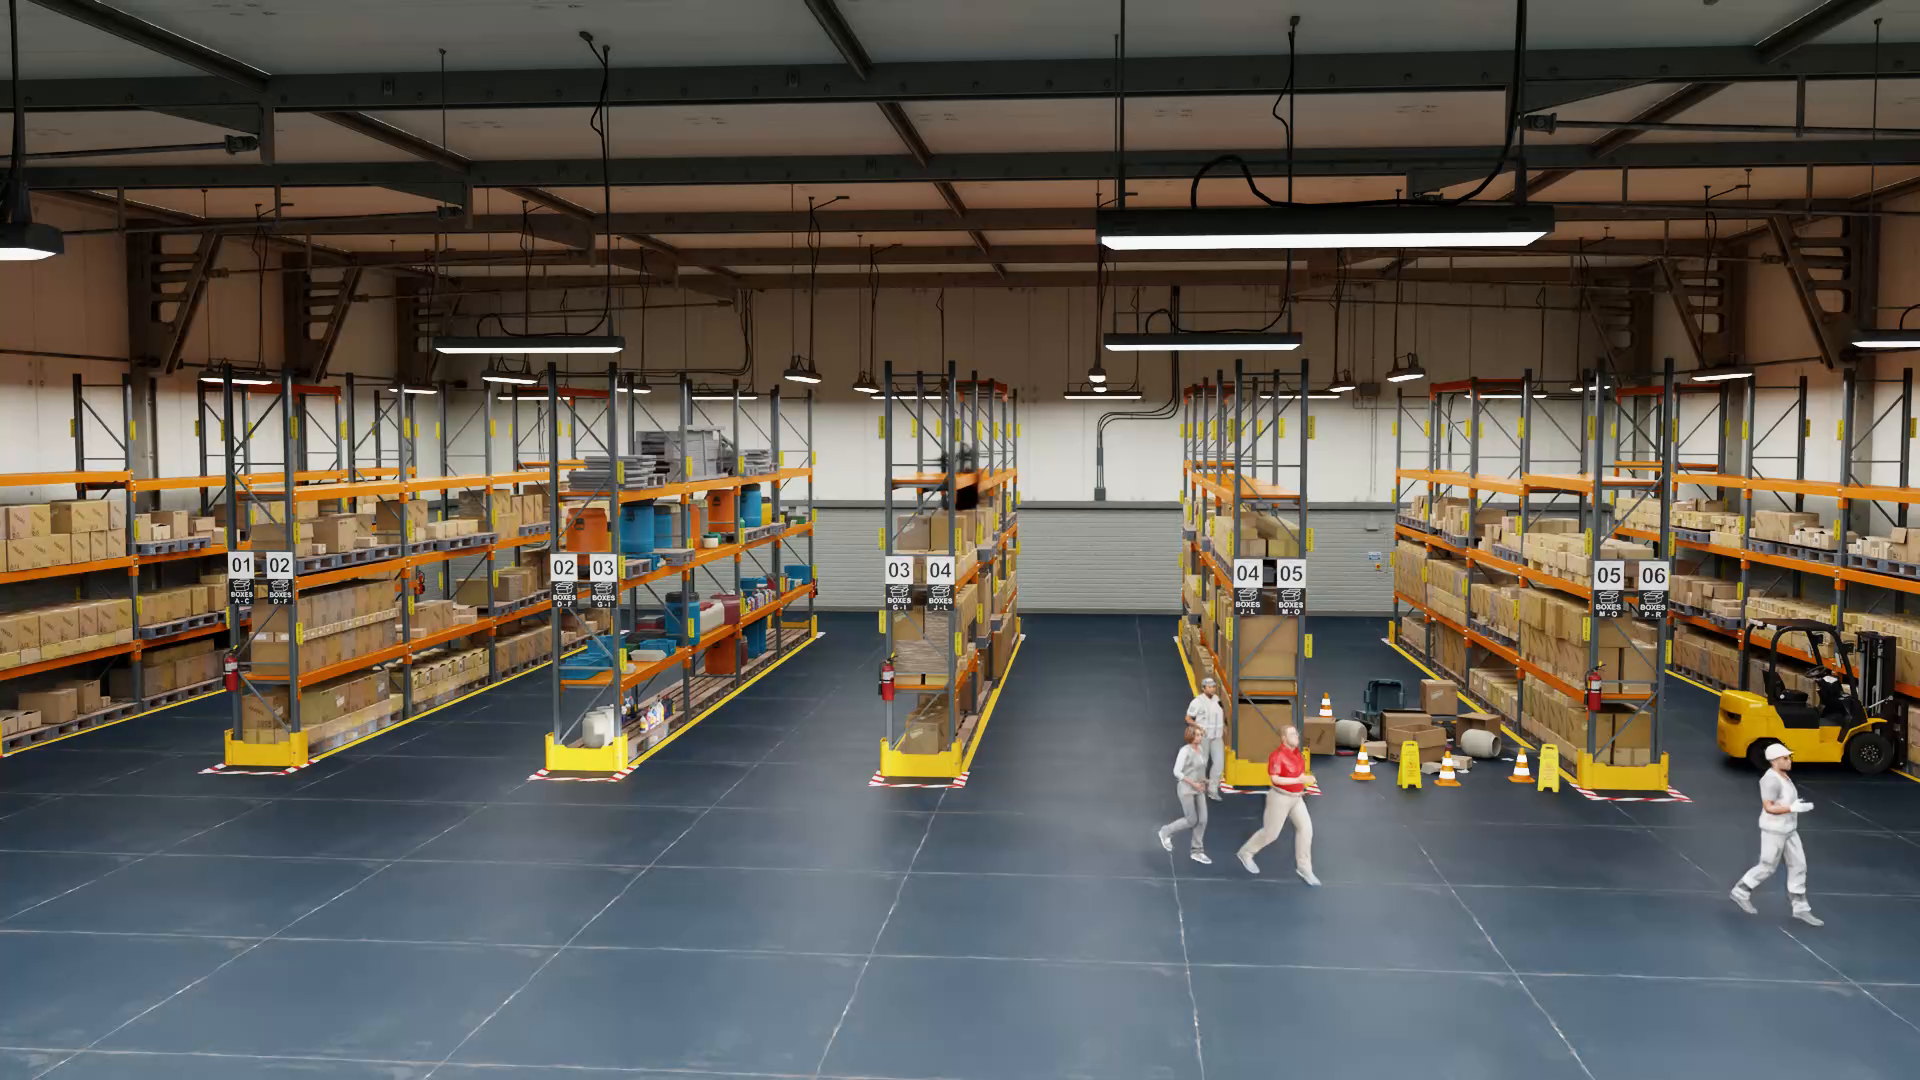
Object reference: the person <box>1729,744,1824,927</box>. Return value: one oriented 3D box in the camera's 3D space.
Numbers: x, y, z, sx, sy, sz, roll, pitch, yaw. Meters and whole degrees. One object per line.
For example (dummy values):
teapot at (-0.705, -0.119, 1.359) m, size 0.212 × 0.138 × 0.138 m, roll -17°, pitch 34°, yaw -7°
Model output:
person at (8.305, 2.962, 16.873) m, size 0.648 × 1.794 × 0.882 m, roll -4°, pitch 5°, yaw -44°

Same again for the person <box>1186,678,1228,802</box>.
person at (3.395, 2.704, 22.758) m, size 0.630 × 1.647 × 0.760 m, roll -2°, pitch 4°, yaw -28°

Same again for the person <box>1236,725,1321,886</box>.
person at (3.580, 2.928, 18.528) m, size 0.948 × 1.776 × 0.671 m, roll 4°, pitch 5°, yaw 45°

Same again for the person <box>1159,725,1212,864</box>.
person at (2.661, 2.946, 19.406) m, size 0.681 × 1.591 × 0.566 m, roll 3°, pitch 5°, yaw 42°
